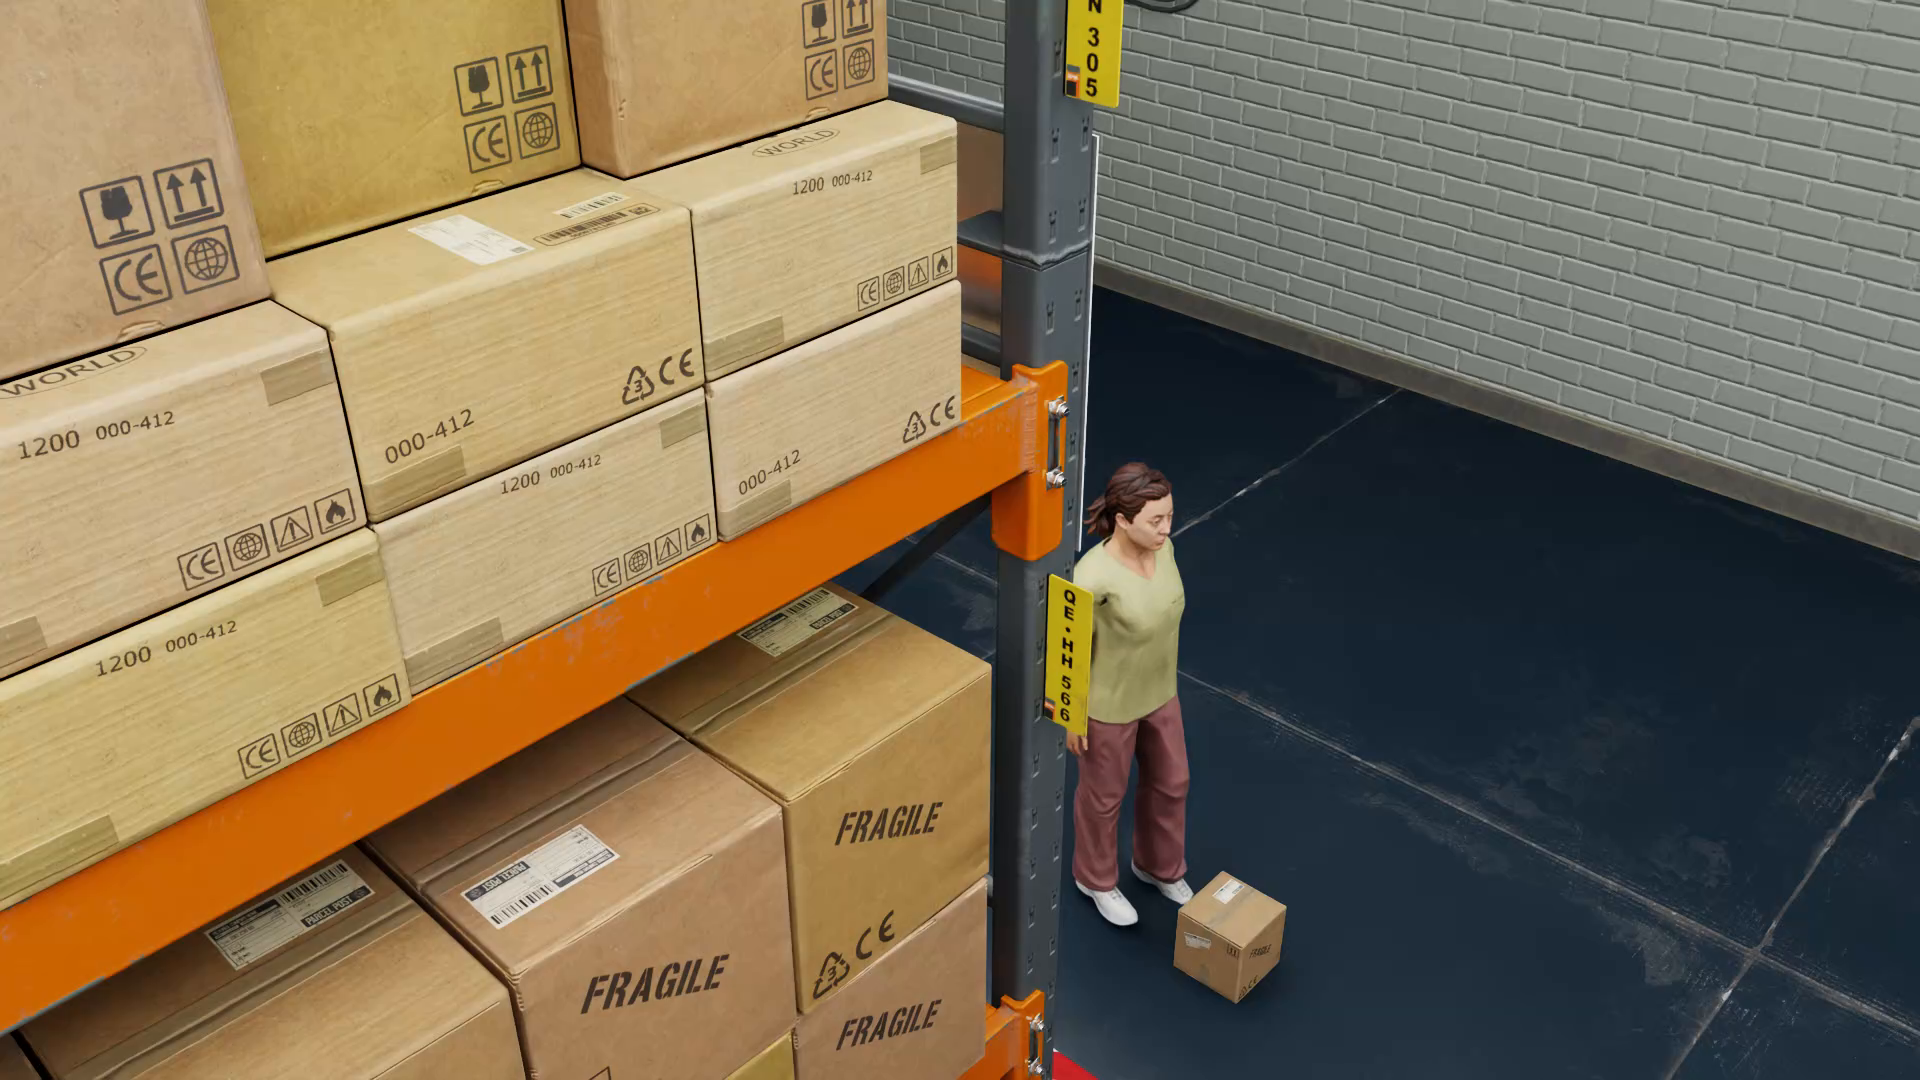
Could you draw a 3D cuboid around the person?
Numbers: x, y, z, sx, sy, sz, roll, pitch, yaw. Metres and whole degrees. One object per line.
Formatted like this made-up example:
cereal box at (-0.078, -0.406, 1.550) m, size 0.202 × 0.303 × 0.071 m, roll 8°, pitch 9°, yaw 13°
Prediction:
person at (0.541, 0.549, 5.290) m, size 0.476 × 1.743 × 0.424 m, roll -24°, pitch 39°, yaw -33°
